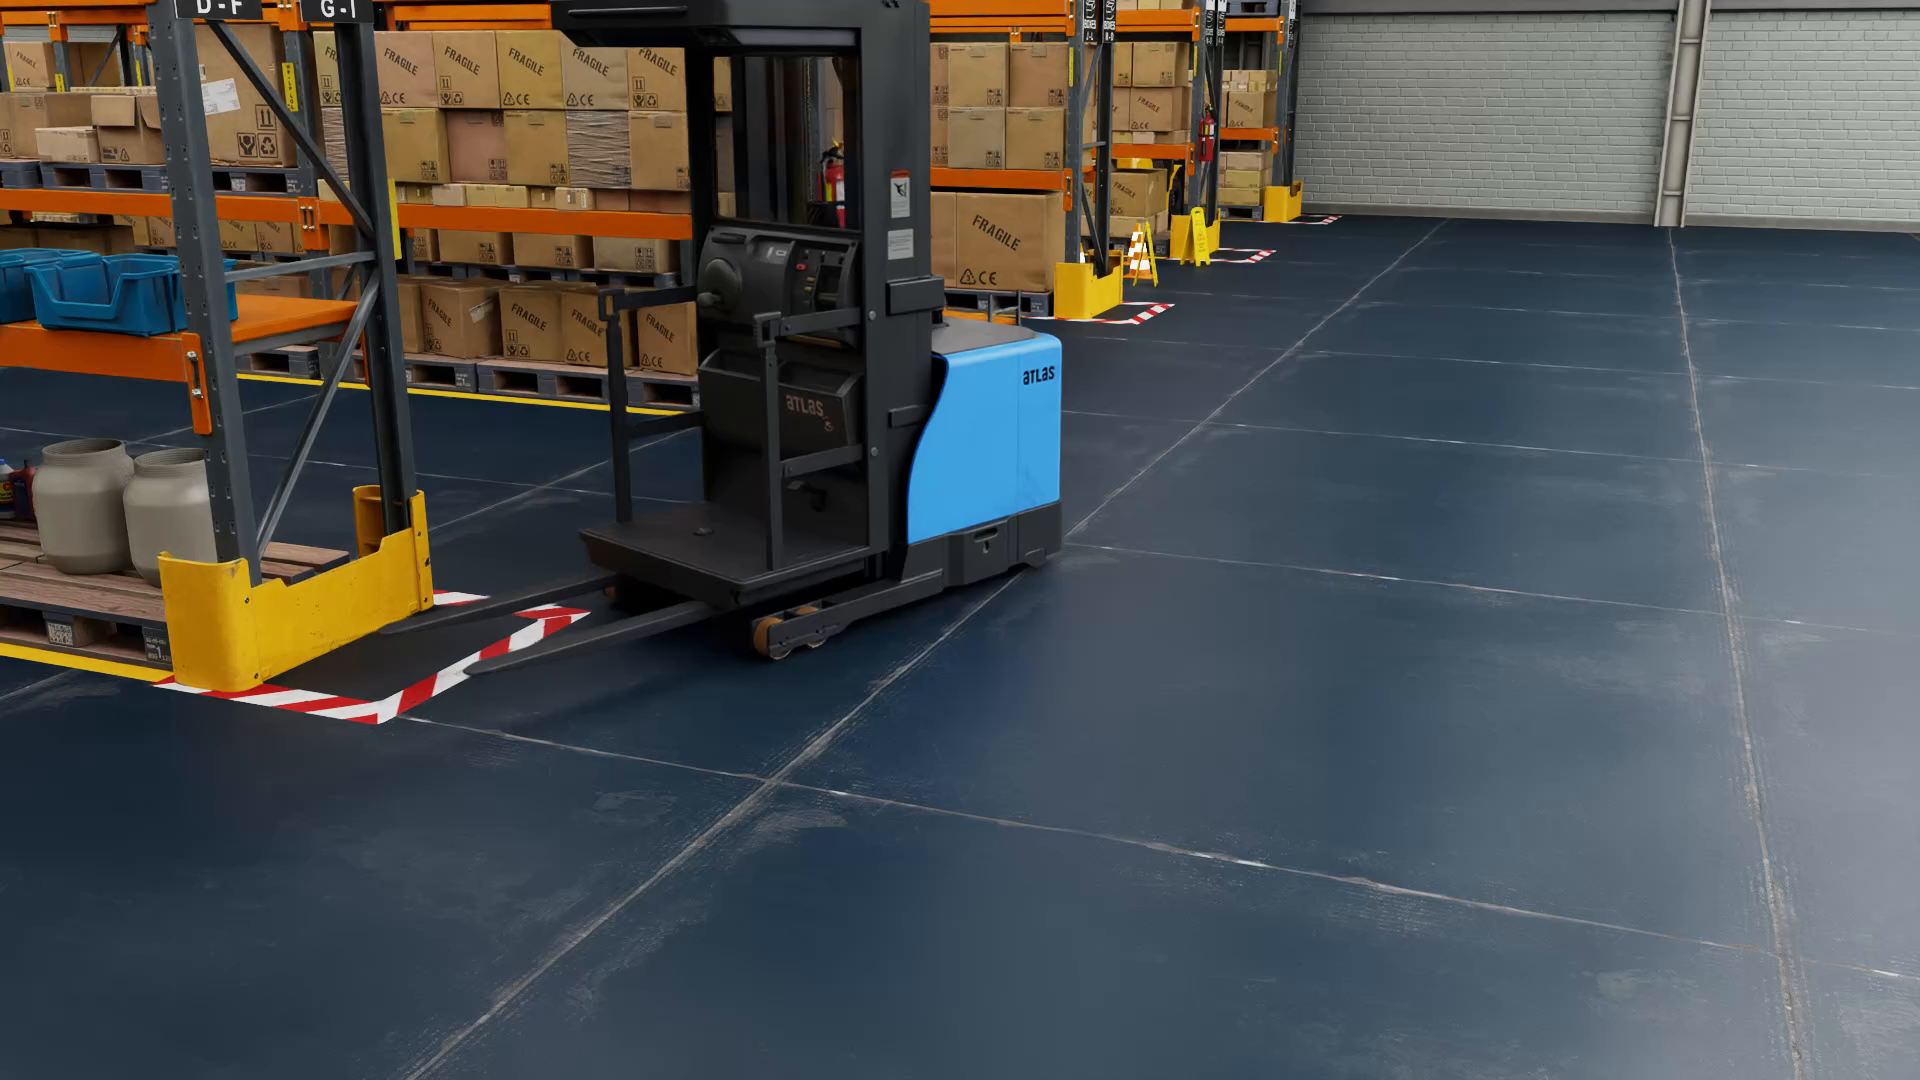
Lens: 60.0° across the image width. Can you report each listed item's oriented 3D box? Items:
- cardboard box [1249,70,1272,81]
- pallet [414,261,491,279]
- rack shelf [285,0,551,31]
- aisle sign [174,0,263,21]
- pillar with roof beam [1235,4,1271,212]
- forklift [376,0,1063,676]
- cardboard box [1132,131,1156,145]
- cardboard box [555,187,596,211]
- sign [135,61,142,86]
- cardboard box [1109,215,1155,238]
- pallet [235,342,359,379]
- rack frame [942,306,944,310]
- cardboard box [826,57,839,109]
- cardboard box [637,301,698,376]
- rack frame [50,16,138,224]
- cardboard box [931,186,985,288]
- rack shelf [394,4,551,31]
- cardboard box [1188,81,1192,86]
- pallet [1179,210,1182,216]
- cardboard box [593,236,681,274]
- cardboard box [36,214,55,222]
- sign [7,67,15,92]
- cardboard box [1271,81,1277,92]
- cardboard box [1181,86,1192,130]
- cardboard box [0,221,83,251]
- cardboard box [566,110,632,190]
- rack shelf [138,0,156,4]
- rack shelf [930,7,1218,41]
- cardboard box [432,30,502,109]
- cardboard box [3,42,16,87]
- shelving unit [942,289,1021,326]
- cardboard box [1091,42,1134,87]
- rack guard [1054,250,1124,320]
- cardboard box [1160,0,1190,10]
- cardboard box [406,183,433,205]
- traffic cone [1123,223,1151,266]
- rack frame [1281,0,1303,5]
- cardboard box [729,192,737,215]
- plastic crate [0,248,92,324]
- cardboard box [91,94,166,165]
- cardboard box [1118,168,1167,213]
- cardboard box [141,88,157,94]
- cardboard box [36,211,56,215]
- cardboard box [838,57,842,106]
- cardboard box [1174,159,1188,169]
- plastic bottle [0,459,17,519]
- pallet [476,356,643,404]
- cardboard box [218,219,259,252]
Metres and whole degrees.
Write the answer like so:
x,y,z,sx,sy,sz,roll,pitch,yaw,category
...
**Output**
x,y,z,sx,sy,sz,roll,pitch,yaw,category
4.315,-6.665,23.875,0.250,0.149,0.380,6,17,21,cardboard box
-5.551,-2.978,18.052,1.213,0.211,1.003,6,17,21,pallet
-2.589,-3.622,11.181,4.000,0.370,1.077,6,17,21,rack shelf
-2.588,-2.202,5.716,0.004,0.787,0.394,6,17,21,aisle sign
2.829,-8.250,20.451,0.400,9.000,9.100,6,17,21,pillar with roof beam
-0.900,-1.097,6.695,1.130,2.935,3.031,15,22,41,forklift
2.205,-4.752,19.613,0.250,0.149,0.380,6,17,20,cardboard box
-2.504,-2.304,11.180,0.250,0.149,0.380,6,17,21,cardboard box
-9.778,-5.527,19.753,0.005,0.325,0.100,6,17,21,sign
2.034,-3.789,20.025,0.500,0.250,0.500,6,17,20,cardboard box
-5.175,-1.472,12.865,1.213,0.211,1.003,6,17,21,pallet
-0.162,-0.696,8.421,0.015,1.200,0.240,13,21,38,rack frame
-1.140,-3.121,11.036,0.500,0.500,0.500,6,17,21,cardboard box
-1.872,-1.444,11.499,0.500,0.500,0.500,12,20,35,cardboard box
-9.978,-4.826,19.418,0.127,3.000,1.000,6,17,21,rack frame
-0.289,-2.922,15.915,0.875,0.875,0.875,6,17,20,cardboard box
-4.396,-5.307,16.986,4.000,0.370,1.077,6,17,21,rack shelf
3.340,-6.607,24.209,0.250,0.149,0.380,6,17,19,cardboard box
2.867,-5.034,25.135,1.213,0.211,1.003,6,17,21,pallet
-3.146,-3.169,16.992,0.750,0.750,1.050,6,17,20,cardboard box
-10.644,-3.776,19.626,0.250,0.149,0.380,5,17,18,cardboard box
-7.981,-3.801,13.951,0.005,0.325,0.100,6,17,21,sign
4.505,-6.642,24.330,0.250,0.149,0.380,6,17,19,cardboard box
2.568,-5.204,20.006,0.500,0.500,0.500,6,17,20,cardboard box
-7.537,-2.451,13.586,0.500,0.250,0.500,7,18,23,cardboard box
-2.189,-2.659,11.241,0.500,0.500,0.875,6,17,21,cardboard box
-4.407,-2.338,6.756,4.000,0.370,1.077,6,17,21,rack shelf
1.047,-6.192,20.034,4.000,0.370,1.077,6,17,21,rack shelf
-3.194,-3.189,11.271,0.500,0.500,0.500,6,17,21,cardboard box
-10.997,-5.527,19.324,0.500,0.500,0.500,6,17,19,cardboard box
0.026,-0.653,8.271,0.503,1.200,0.258,13,21,38,shelving unit
1.884,-5.613,19.622,0.500,0.500,0.700,6,17,21,cardboard box
1.207,-2.396,15.529,0.348,0.500,1.175,6,17,21,rack guard
2.473,-6.177,19.140,0.250,0.149,0.380,6,17,21,cardboard box
-3.654,-2.441,11.651,0.250,0.149,0.380,6,17,21,cardboard box
2.034,-3.384,19.000,0.334,0.463,0.336,6,17,21,traffic cone
4.725,-9.062,23.246,0.127,3.000,1.000,6,17,21,rack frame
-1.302,-2.203,10.834,0.250,0.149,0.380,6,17,21,cardboard box
-3.724,-1.008,6.533,0.408,0.251,0.499,6,17,21,plastic crate
-6.096,-3.136,12.659,0.637,0.503,0.797,8,18,26,cardboard box
2.236,-4.291,20.407,0.500,0.500,0.500,6,17,19,cardboard box
-8.812,-4.927,18.396,0.250,0.149,0.380,6,17,20,cardboard box
-10.657,-3.929,19.621,0.250,0.149,0.380,7,17,21,cardboard box
-1.199,-4.435,15.864,0.550,0.550,0.875,6,17,21,cardboard box
3.232,-5.608,24.495,0.500,0.250,0.500,7,17,21,cardboard box
-4.437,-0.240,7.726,0.097,0.271,0.097,0,16,0,plastic bottle
-2.673,-1.209,11.959,1.213,0.211,1.003,6,17,21,pallet
-7.945,-3.522,18.655,0.500,0.500,0.500,5,17,18,cardboard box
